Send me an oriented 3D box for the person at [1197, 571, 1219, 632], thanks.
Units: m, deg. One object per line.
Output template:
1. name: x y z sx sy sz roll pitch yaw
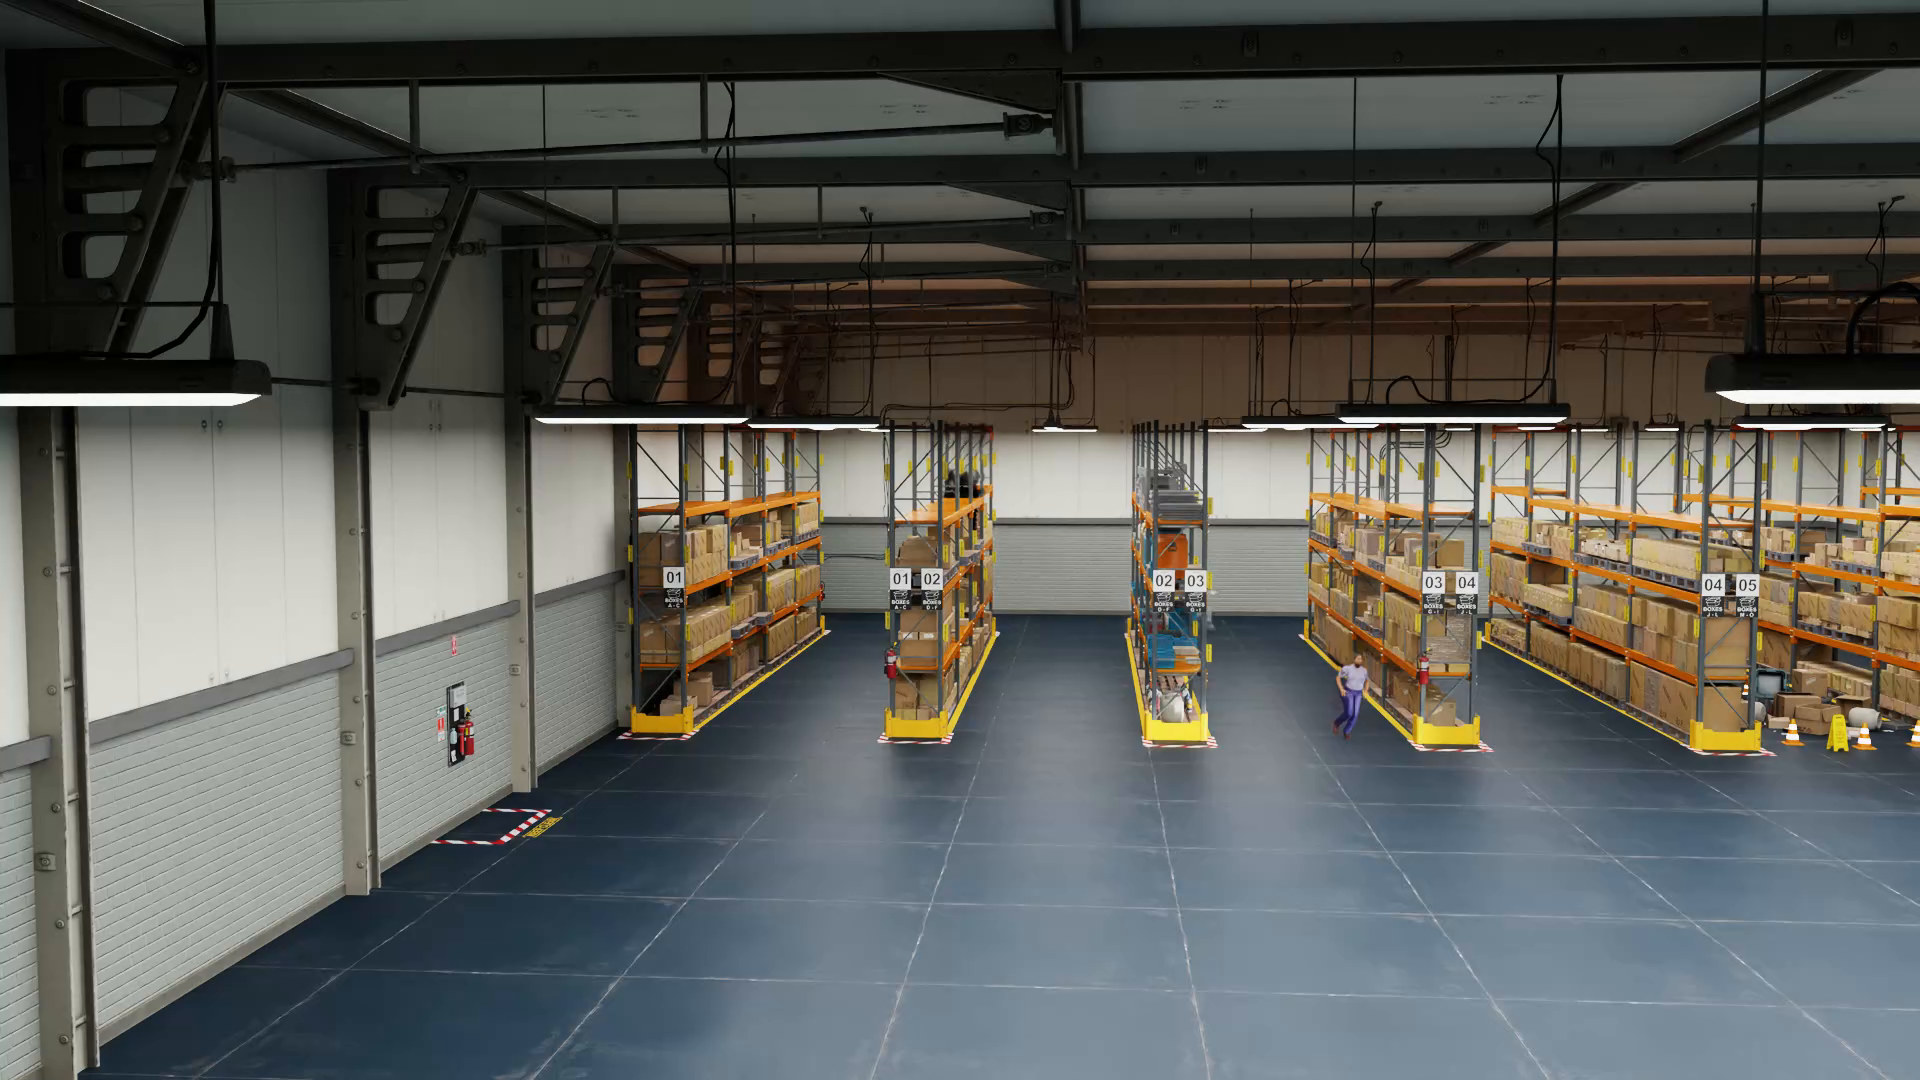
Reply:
1. person: 7.009 1.795 48.283 1.017 1.794 0.693 0 4 3

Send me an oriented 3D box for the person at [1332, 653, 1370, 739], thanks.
1. person: 7.431 2.986 31.446 0.656 1.522 0.521 -1 4 -12

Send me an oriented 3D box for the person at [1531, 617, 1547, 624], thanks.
1. person: 16.542 1.806 47.495 0.891 1.814 0.693 0 4 -7
